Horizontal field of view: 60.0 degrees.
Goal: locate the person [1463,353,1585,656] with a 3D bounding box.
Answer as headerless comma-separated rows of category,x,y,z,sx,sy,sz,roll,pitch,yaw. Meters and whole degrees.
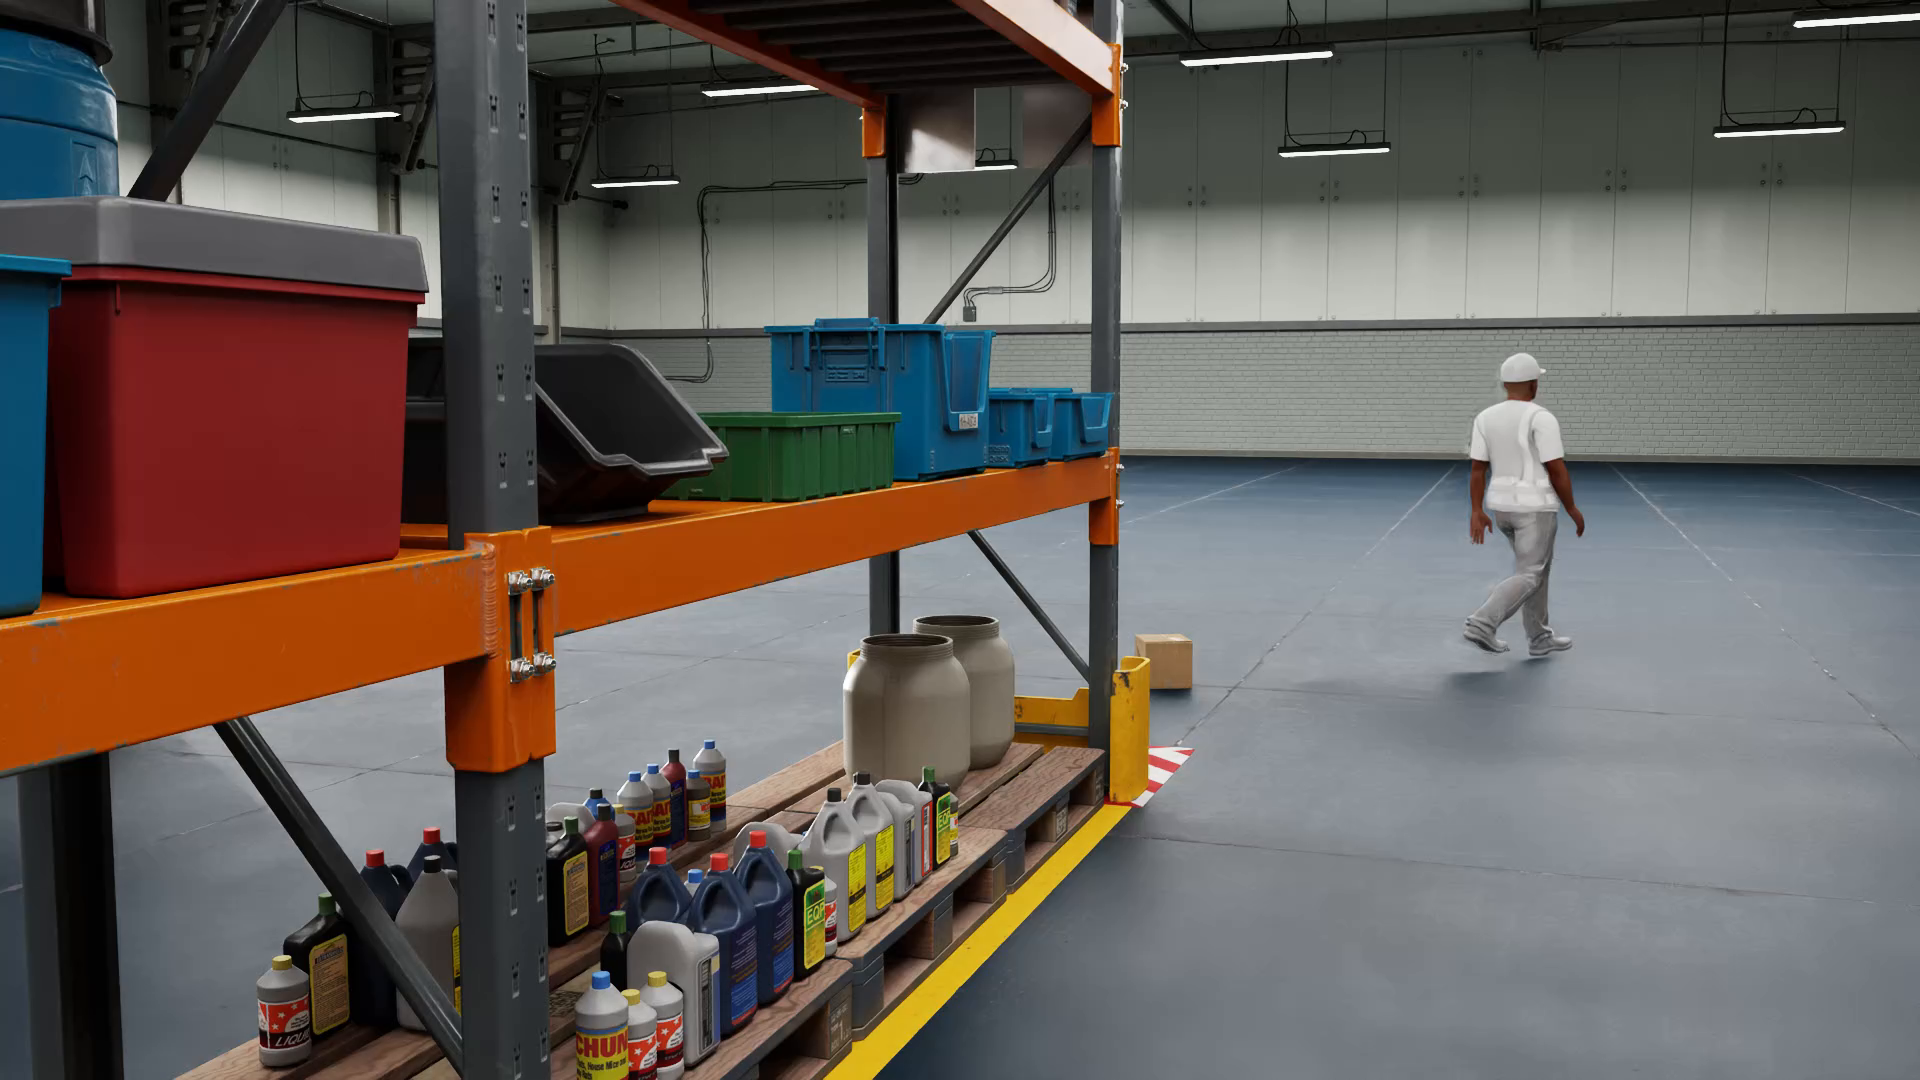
person,3.173,-0.181,9.355,0.962,1.727,0.557,-2,6,-25
